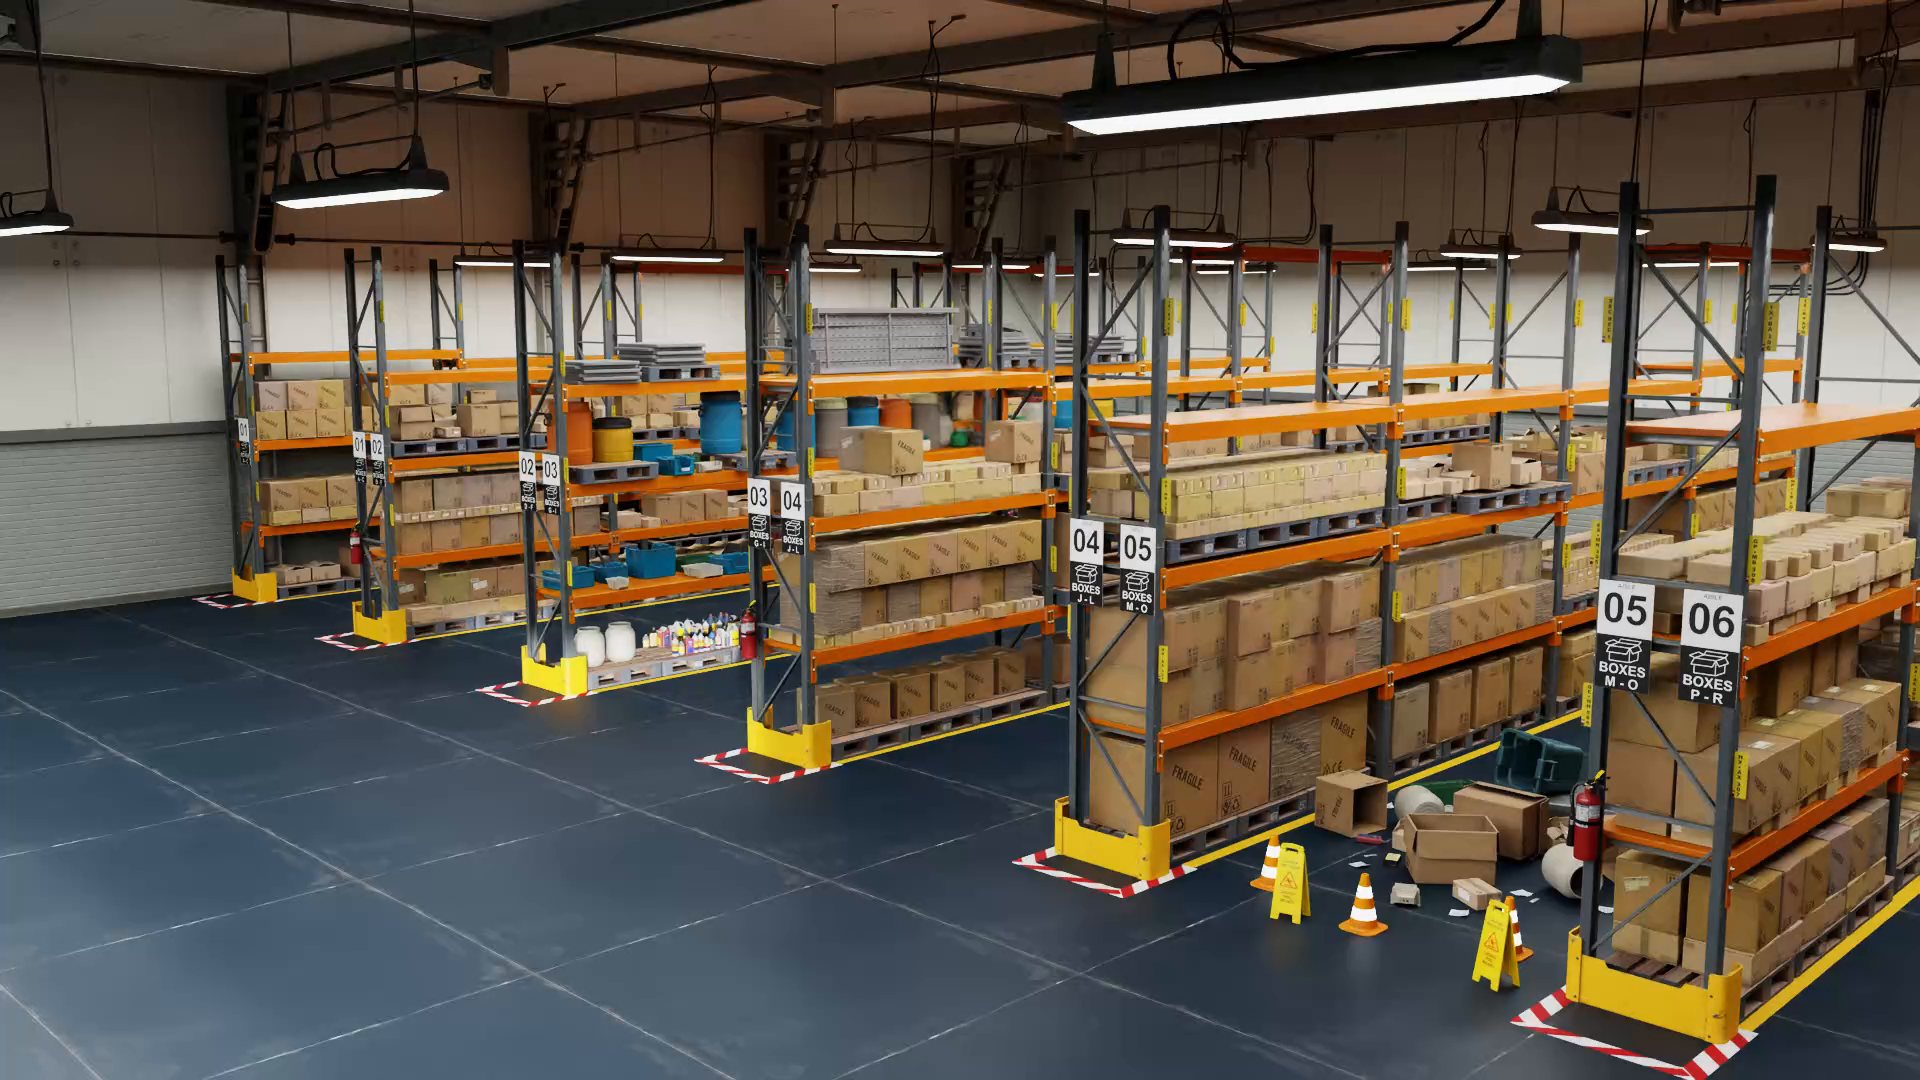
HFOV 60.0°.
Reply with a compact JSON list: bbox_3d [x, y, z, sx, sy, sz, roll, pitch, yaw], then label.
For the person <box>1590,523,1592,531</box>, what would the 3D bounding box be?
[{"bbox_3d":[10.394,0.577,27.201,0.765,1.590,0.582,-7,10,-39],"label":"person"}]
